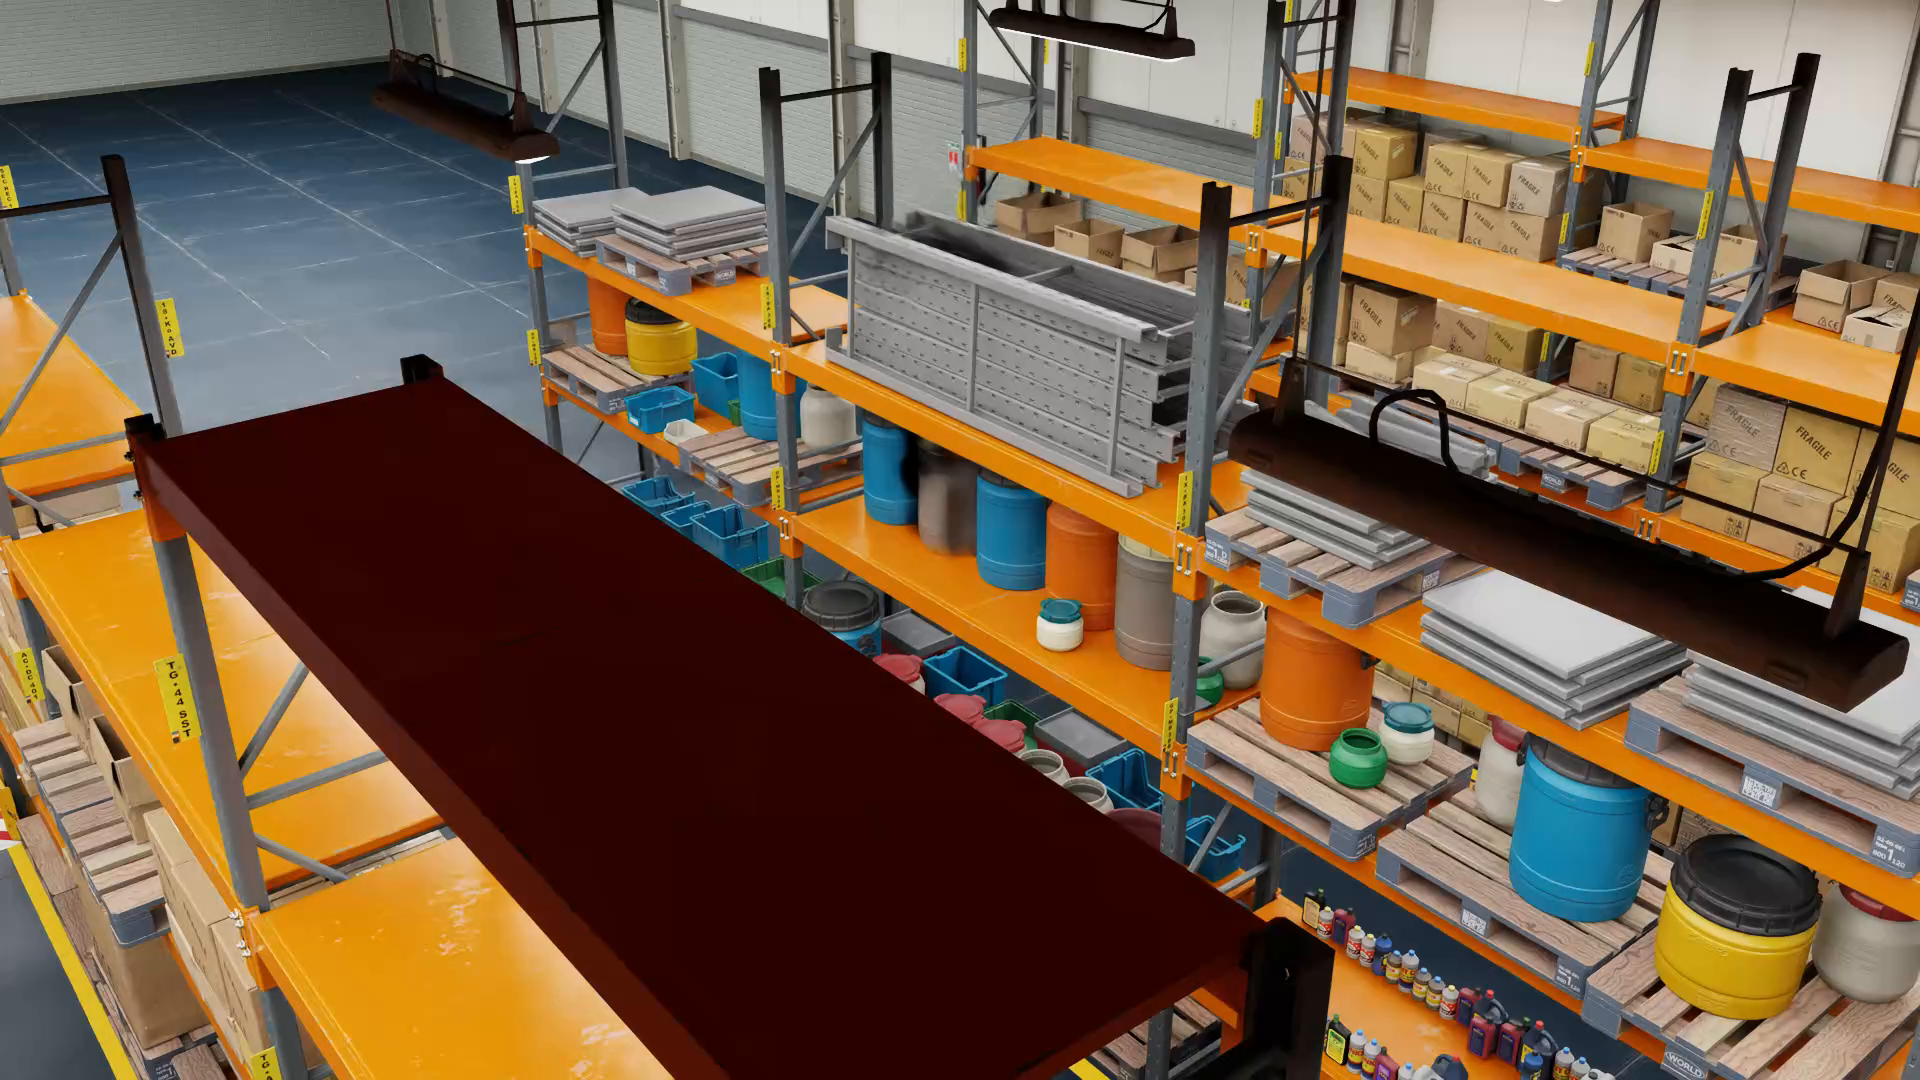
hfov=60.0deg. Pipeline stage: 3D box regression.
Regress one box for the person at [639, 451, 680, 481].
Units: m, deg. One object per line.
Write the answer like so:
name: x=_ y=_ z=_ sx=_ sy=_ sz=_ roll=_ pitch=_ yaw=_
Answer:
person: x=-3.528 y=-1.552 z=19.537 sx=0.768 sy=1.752 sz=0.565 roll=-5 pitch=26 yaw=-9
